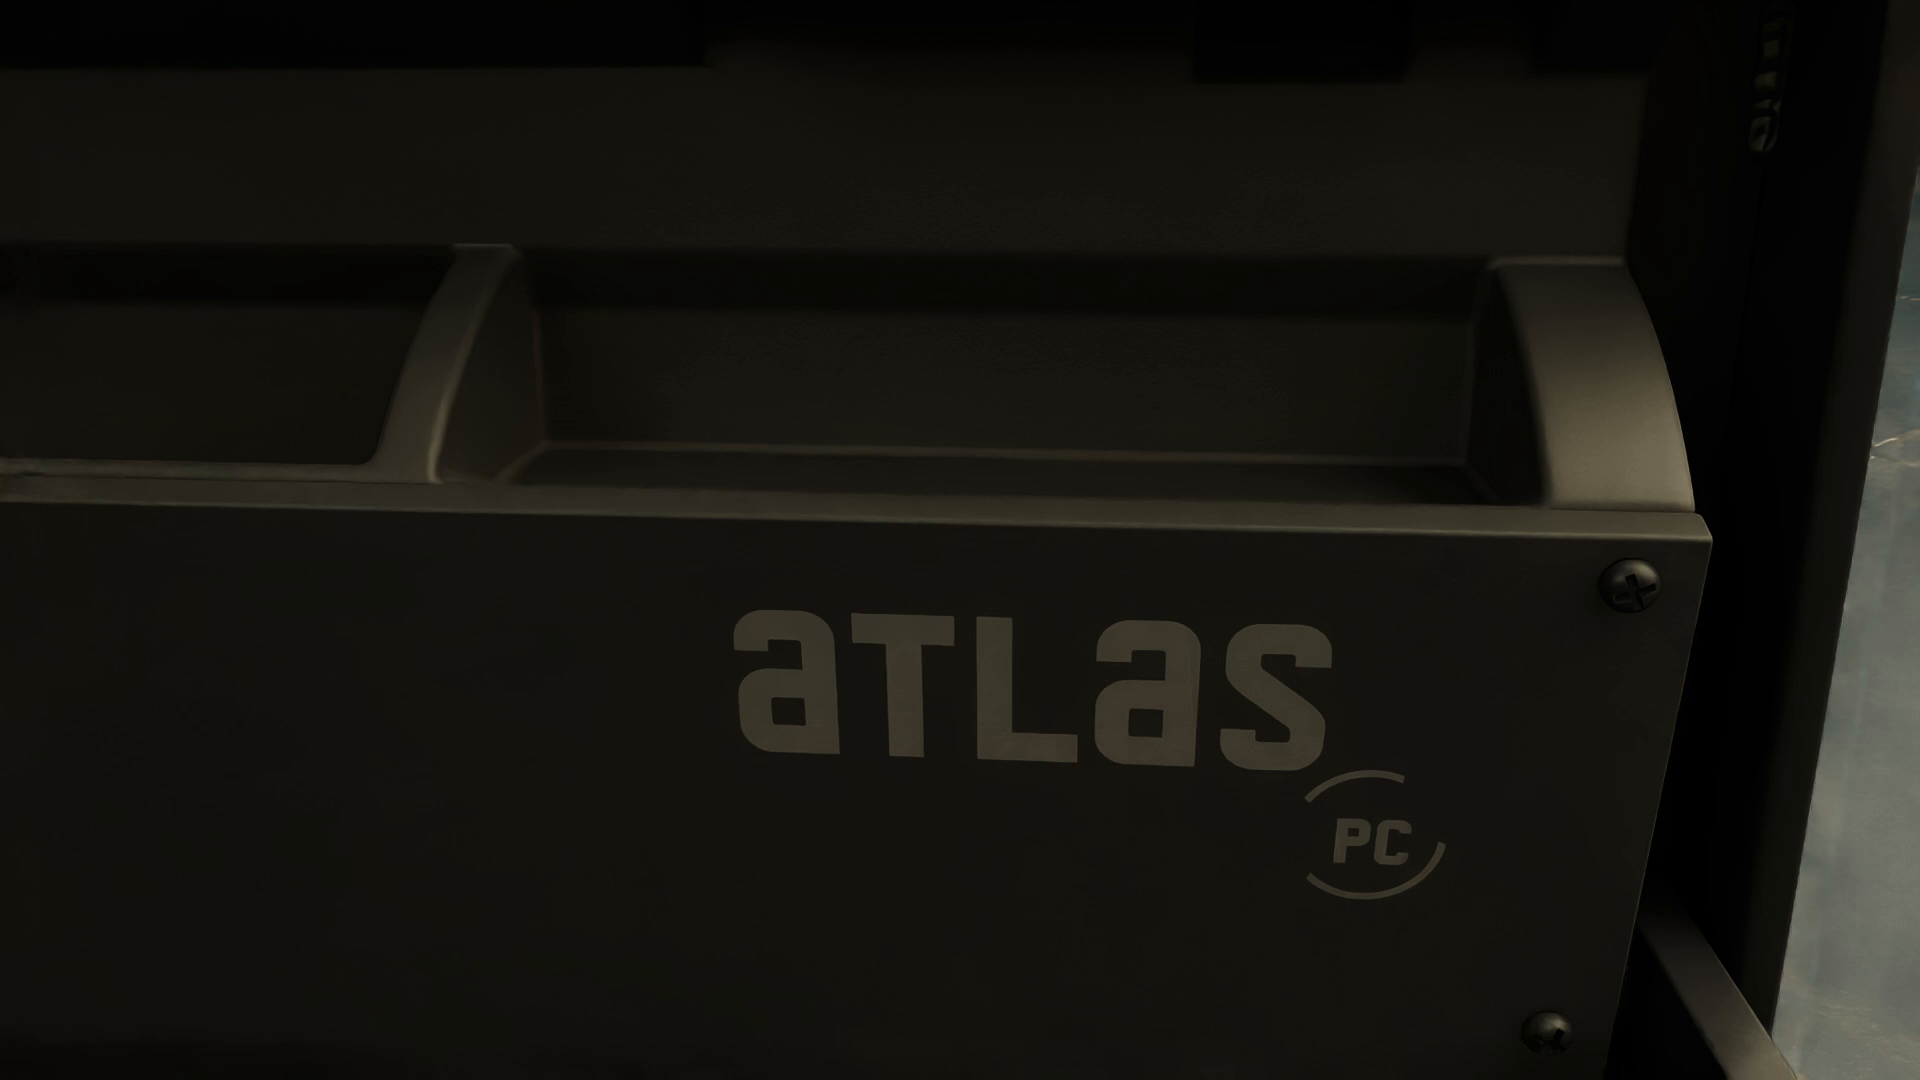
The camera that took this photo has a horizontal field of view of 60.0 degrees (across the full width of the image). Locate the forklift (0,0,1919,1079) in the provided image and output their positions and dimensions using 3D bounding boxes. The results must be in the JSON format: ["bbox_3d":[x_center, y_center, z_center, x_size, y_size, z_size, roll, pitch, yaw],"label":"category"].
[{"bbox_3d":[-0.213,-0.435,0.332,1.130,2.935,3.031,1,17,4],"label":"forklift"}]
